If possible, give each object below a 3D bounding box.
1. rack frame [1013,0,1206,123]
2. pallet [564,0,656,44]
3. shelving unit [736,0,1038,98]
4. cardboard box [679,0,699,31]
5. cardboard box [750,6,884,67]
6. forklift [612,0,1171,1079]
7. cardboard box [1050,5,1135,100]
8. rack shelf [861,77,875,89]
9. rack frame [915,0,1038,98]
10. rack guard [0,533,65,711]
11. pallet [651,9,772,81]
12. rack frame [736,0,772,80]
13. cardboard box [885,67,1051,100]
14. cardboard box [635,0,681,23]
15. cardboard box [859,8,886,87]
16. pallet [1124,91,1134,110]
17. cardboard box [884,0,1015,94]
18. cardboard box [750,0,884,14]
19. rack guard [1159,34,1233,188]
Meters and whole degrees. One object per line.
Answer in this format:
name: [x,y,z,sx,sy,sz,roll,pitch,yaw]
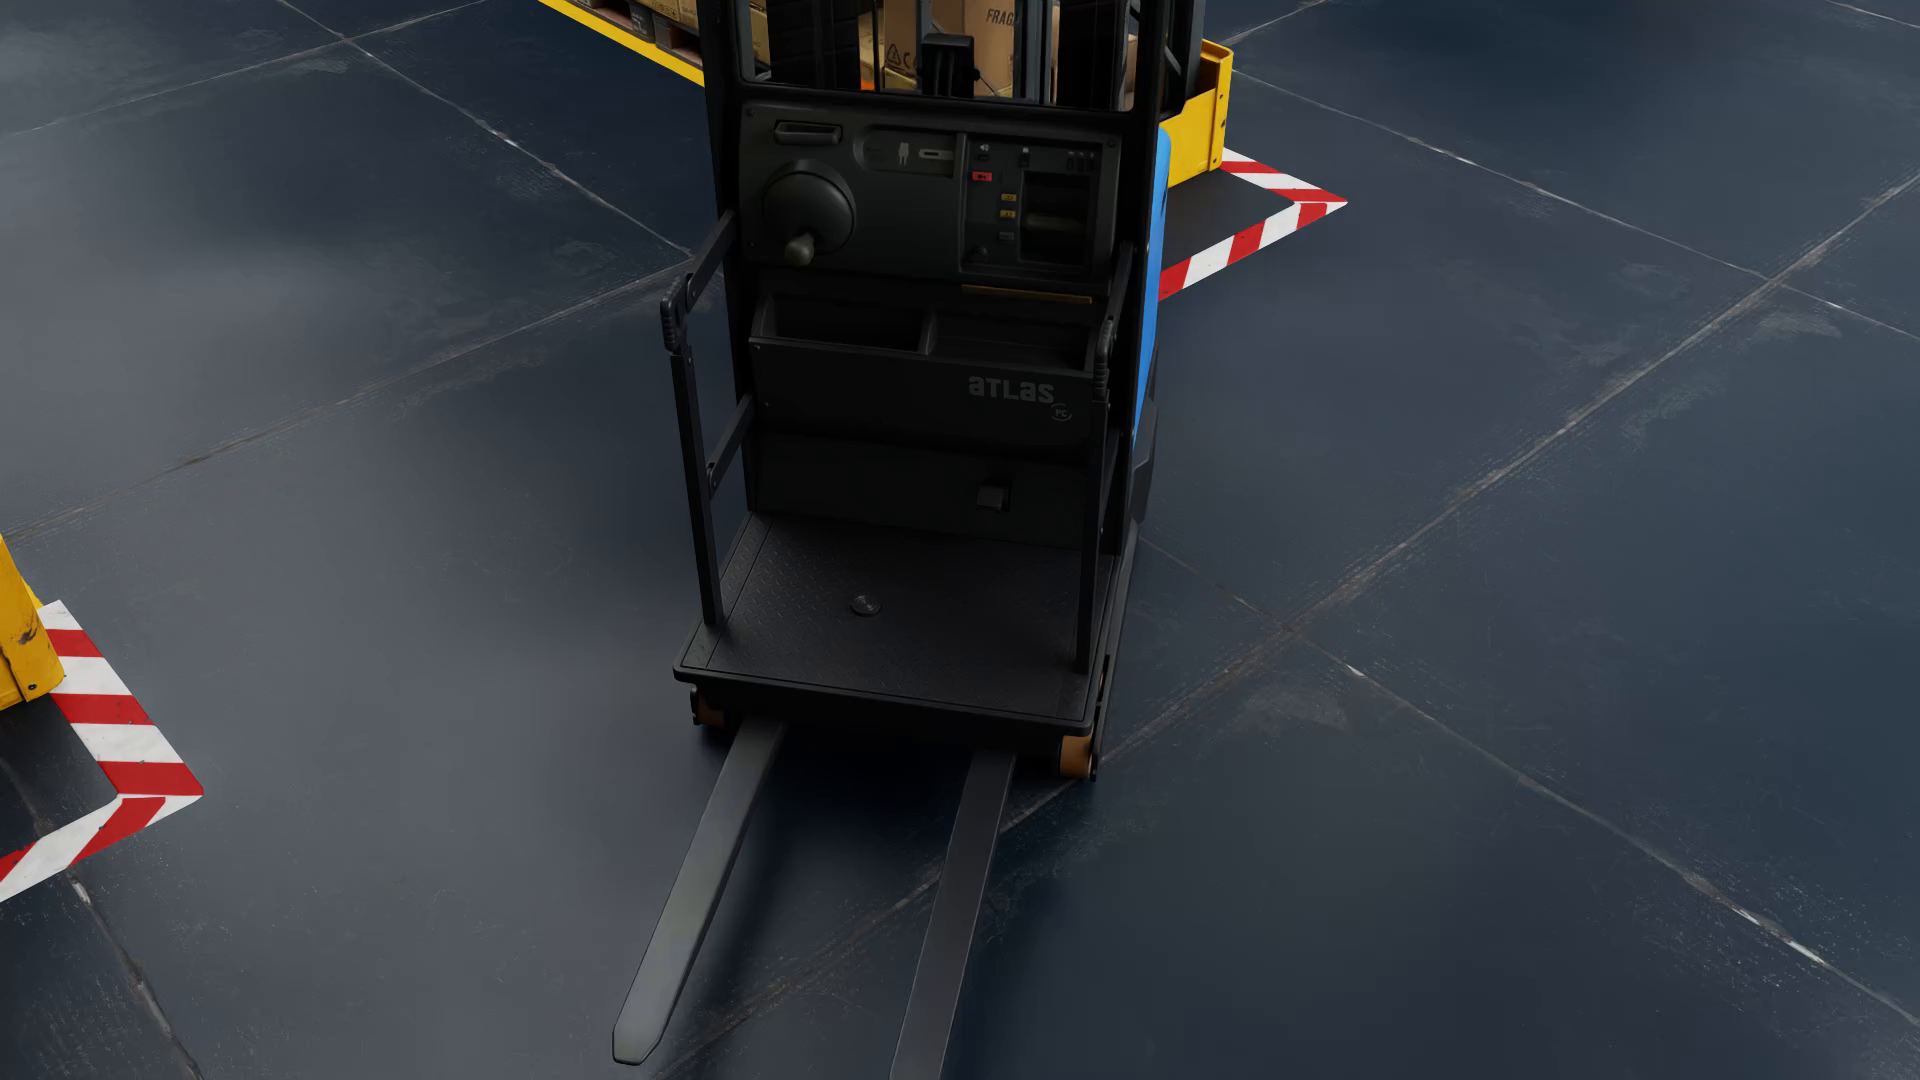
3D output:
rack frame: [0.613,-2.667,6.164,1.000,3.000,0.127,-30,48,-32]
pallet: [-1.585,-3.047,8.855,1.003,0.211,1.213,-30,48,-32]
shelving unit: [-0.281,-1.559,5.987,0.587,1.500,1.083,-29,47,-31]
cardboard box: [-0.991,-2.572,7.901,0.500,0.250,0.500,-30,48,-32]
cardboard box: [-0.654,-2.340,7.614,0.500,0.250,0.500,-30,48,-32]
forklift: [-0.120,-0.756,3.853,1.130,2.935,3.031,7,39,9]
cardboard box: [0.414,-2.103,7.321,0.500,0.250,0.500,-30,48,-32]
rack shelf: [-0.275,-1.415,6.095,0.538,0.185,1.000,-29,47,-31]
rack frame: [0.059,-1.314,5.684,0.500,1.500,0.032,-29,47,-31]
rack guard: [-3.085,0.378,4.385,1.175,0.500,0.348,-30,48,-32]
pallet: [-0.756,-2.482,8.155,1.003,0.211,1.213,-30,48,-32]
rack frame: [-0.609,-1.796,6.280,0.500,1.500,0.032,-29,47,-31]
cardboard box: [0.033,-1.883,7.048,0.500,0.250,0.500,-30,48,-32]
cardboard box: [-1.333,-2.801,8.185,0.500,0.250,0.500,-30,48,-32]
cardboard box: [-0.314,-2.109,7.328,0.500,0.250,0.500,-30,48,-32]
pallet: [0.065,-1.918,7.457,1.003,0.211,1.213,-30,48,-32]
cardboard box: [0.031,-2.174,6.811,0.500,0.500,0.500,-30,48,-32]
cardboard box: [-0.656,-2.630,7.377,0.500,0.500,0.500,-30,48,-32]
rack guard: [0.629,-1.683,6.936,1.175,0.500,0.348,-30,48,-32]
